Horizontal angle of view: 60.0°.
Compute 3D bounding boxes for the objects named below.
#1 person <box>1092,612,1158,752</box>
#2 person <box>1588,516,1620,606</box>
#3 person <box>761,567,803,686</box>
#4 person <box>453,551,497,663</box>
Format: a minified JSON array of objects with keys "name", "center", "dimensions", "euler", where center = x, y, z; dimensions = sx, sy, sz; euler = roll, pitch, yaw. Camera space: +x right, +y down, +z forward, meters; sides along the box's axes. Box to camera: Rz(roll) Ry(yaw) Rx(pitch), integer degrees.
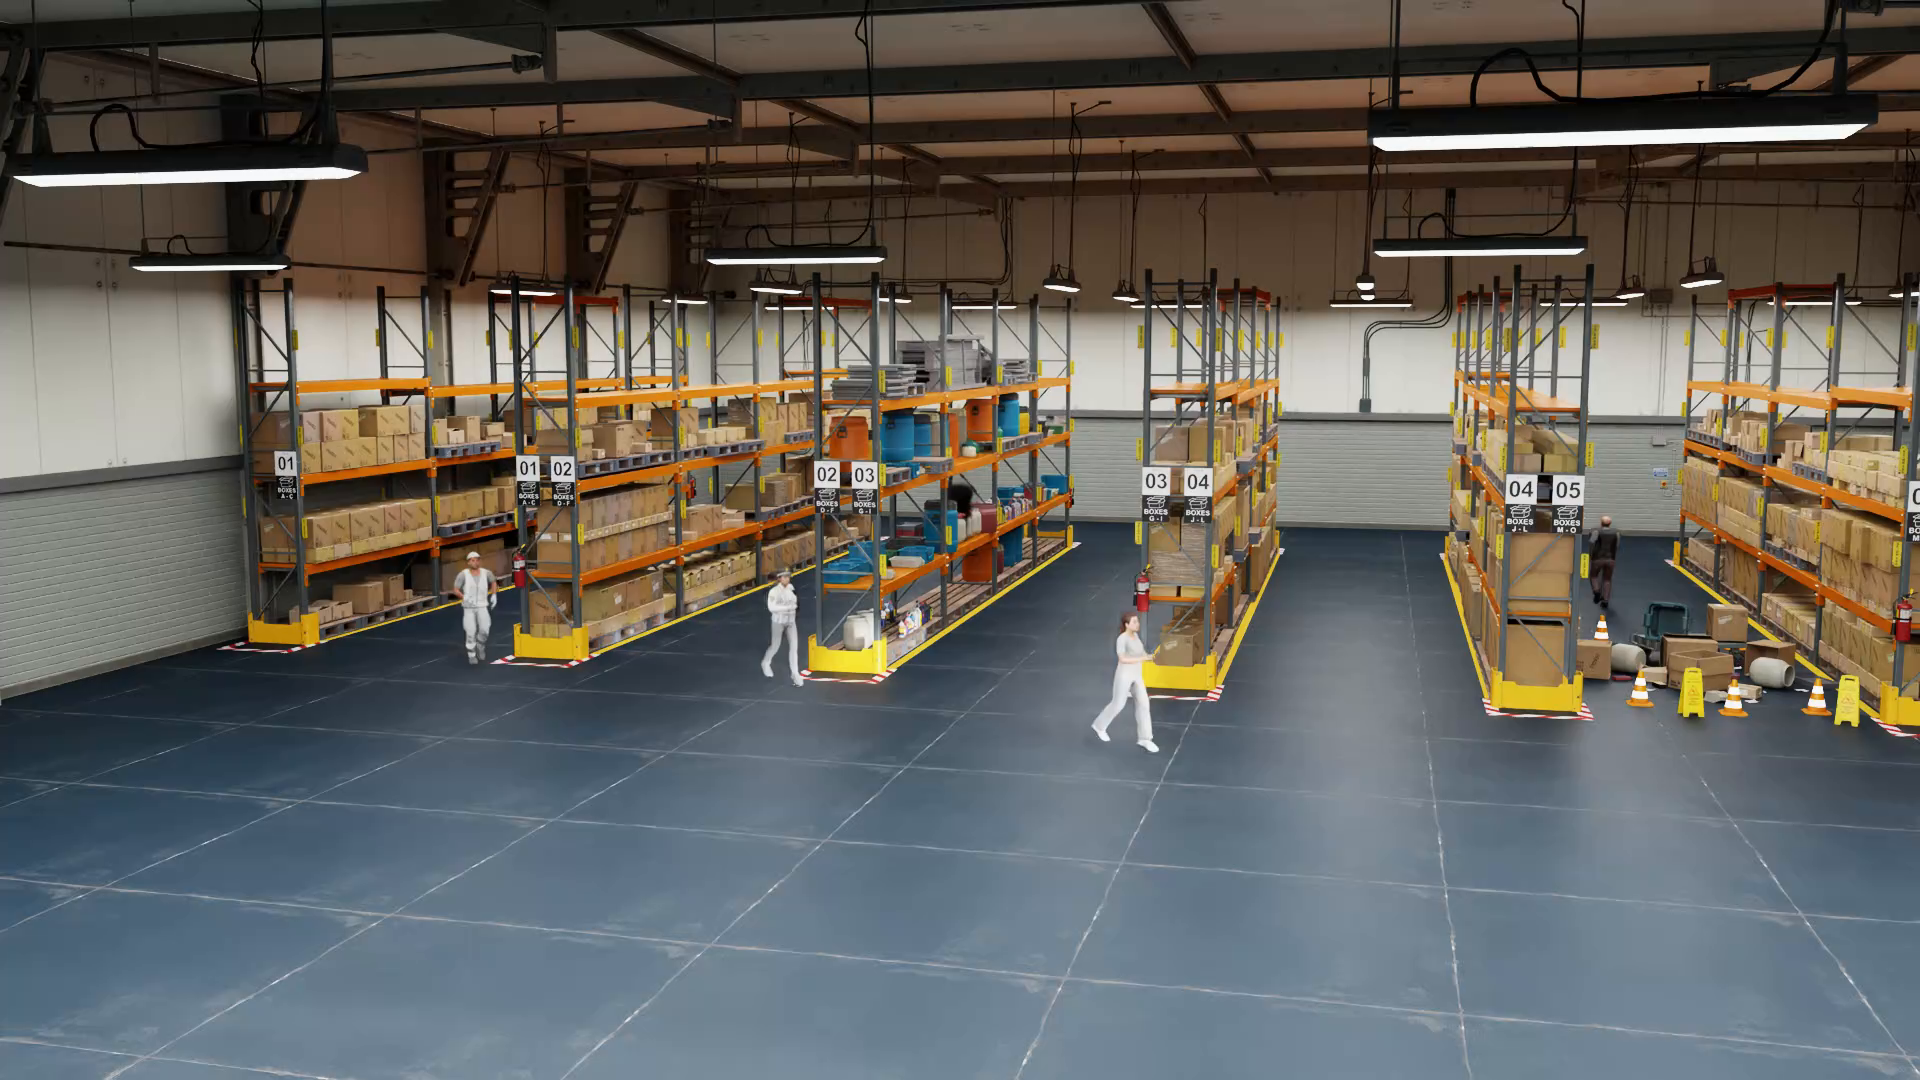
[{"name":"person","center":[2.041,1.707,20.397],"dimensions":[0.948,1.678,0.552],"euler":[6,9,41]},{"name":"person","center":[12.155,0.386,31.475],"dimensions":[0.632,1.677,0.720],"euler":[1,7,7]},{"name":"person","center":[-2.602,1.227,24.338],"dimensions":[0.597,1.702,0.919],"euler":[-6,9,-39]},{"name":"person","center":[-7.465,1.051,25.733],"dimensions":[0.693,1.755,0.615],"euler":[-3,8,-26]}]
